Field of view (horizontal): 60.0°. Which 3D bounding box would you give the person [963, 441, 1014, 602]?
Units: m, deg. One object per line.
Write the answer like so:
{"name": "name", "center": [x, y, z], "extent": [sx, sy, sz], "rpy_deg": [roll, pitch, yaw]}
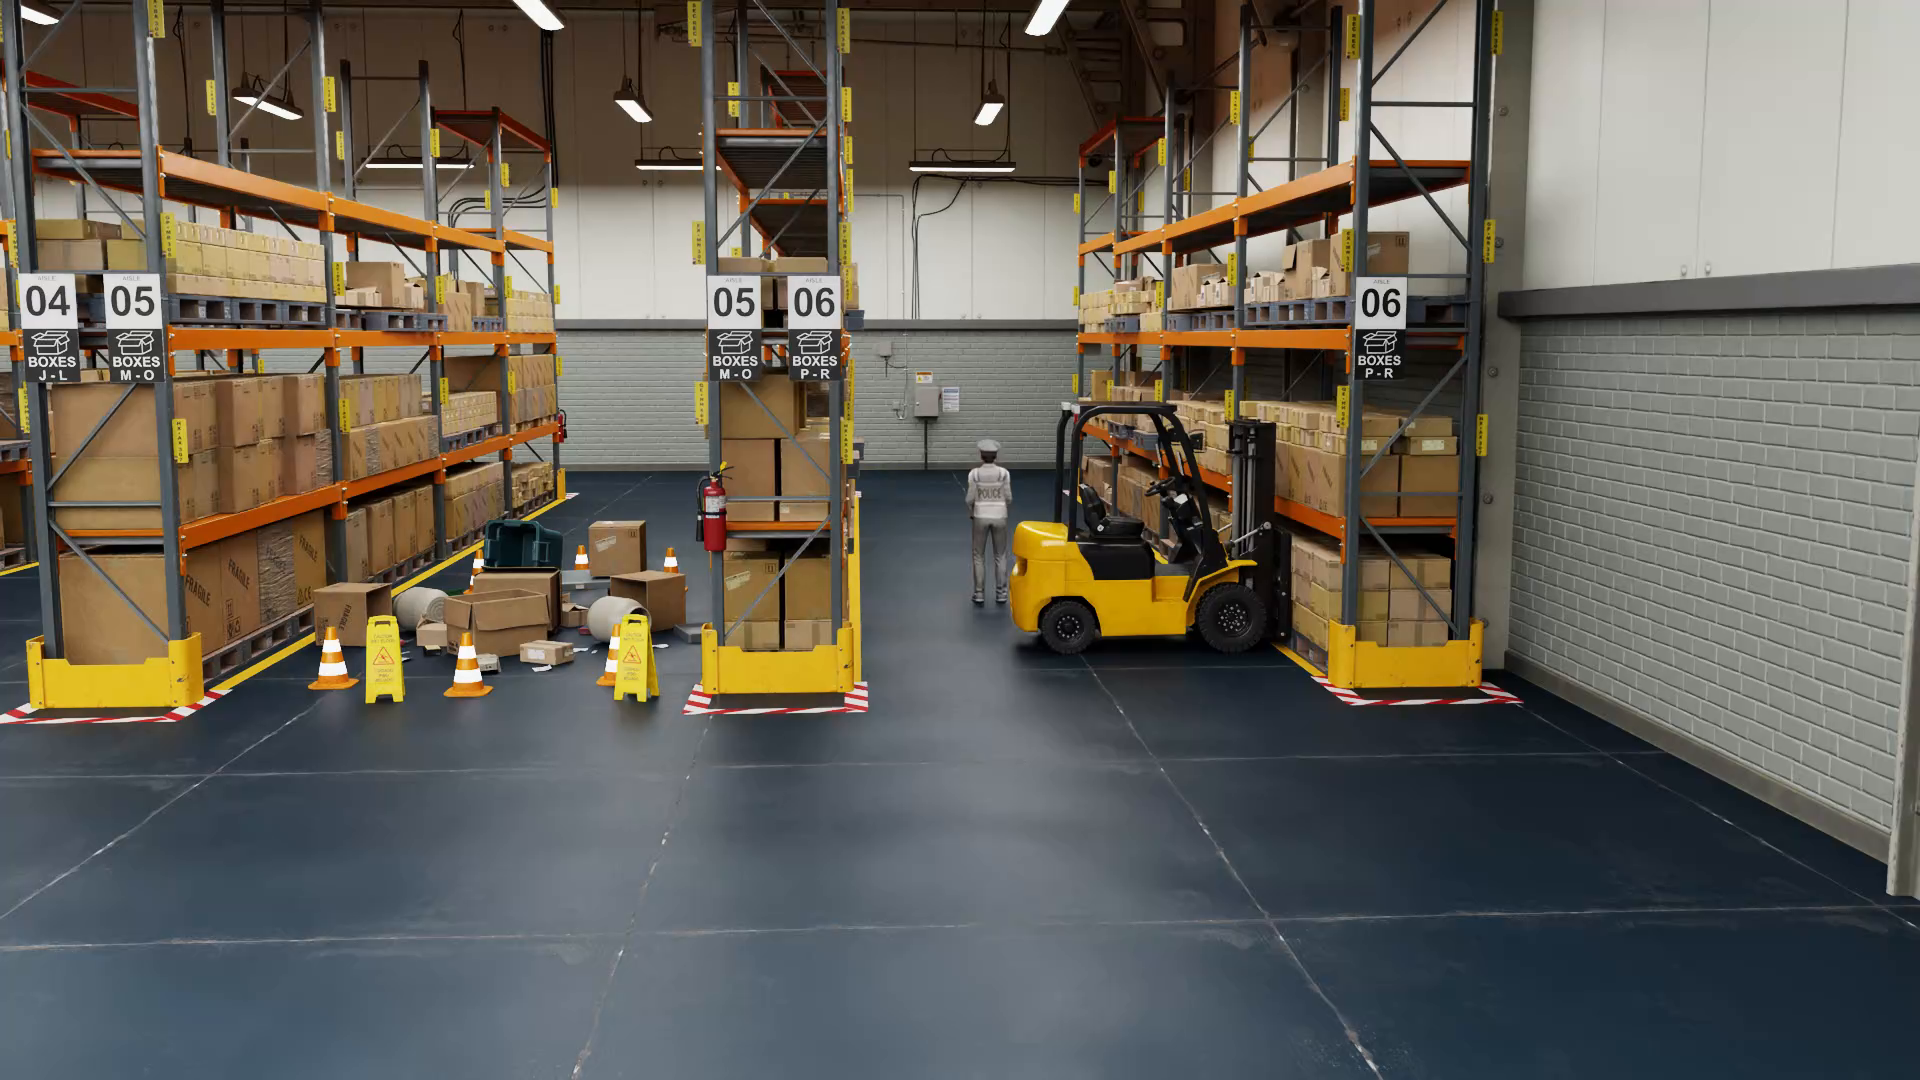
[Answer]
{"name": "person", "center": [0.294, -0.186, 17.263], "extent": [0.528, 1.663, 0.373], "rpy_deg": [0, 7, -4]}
